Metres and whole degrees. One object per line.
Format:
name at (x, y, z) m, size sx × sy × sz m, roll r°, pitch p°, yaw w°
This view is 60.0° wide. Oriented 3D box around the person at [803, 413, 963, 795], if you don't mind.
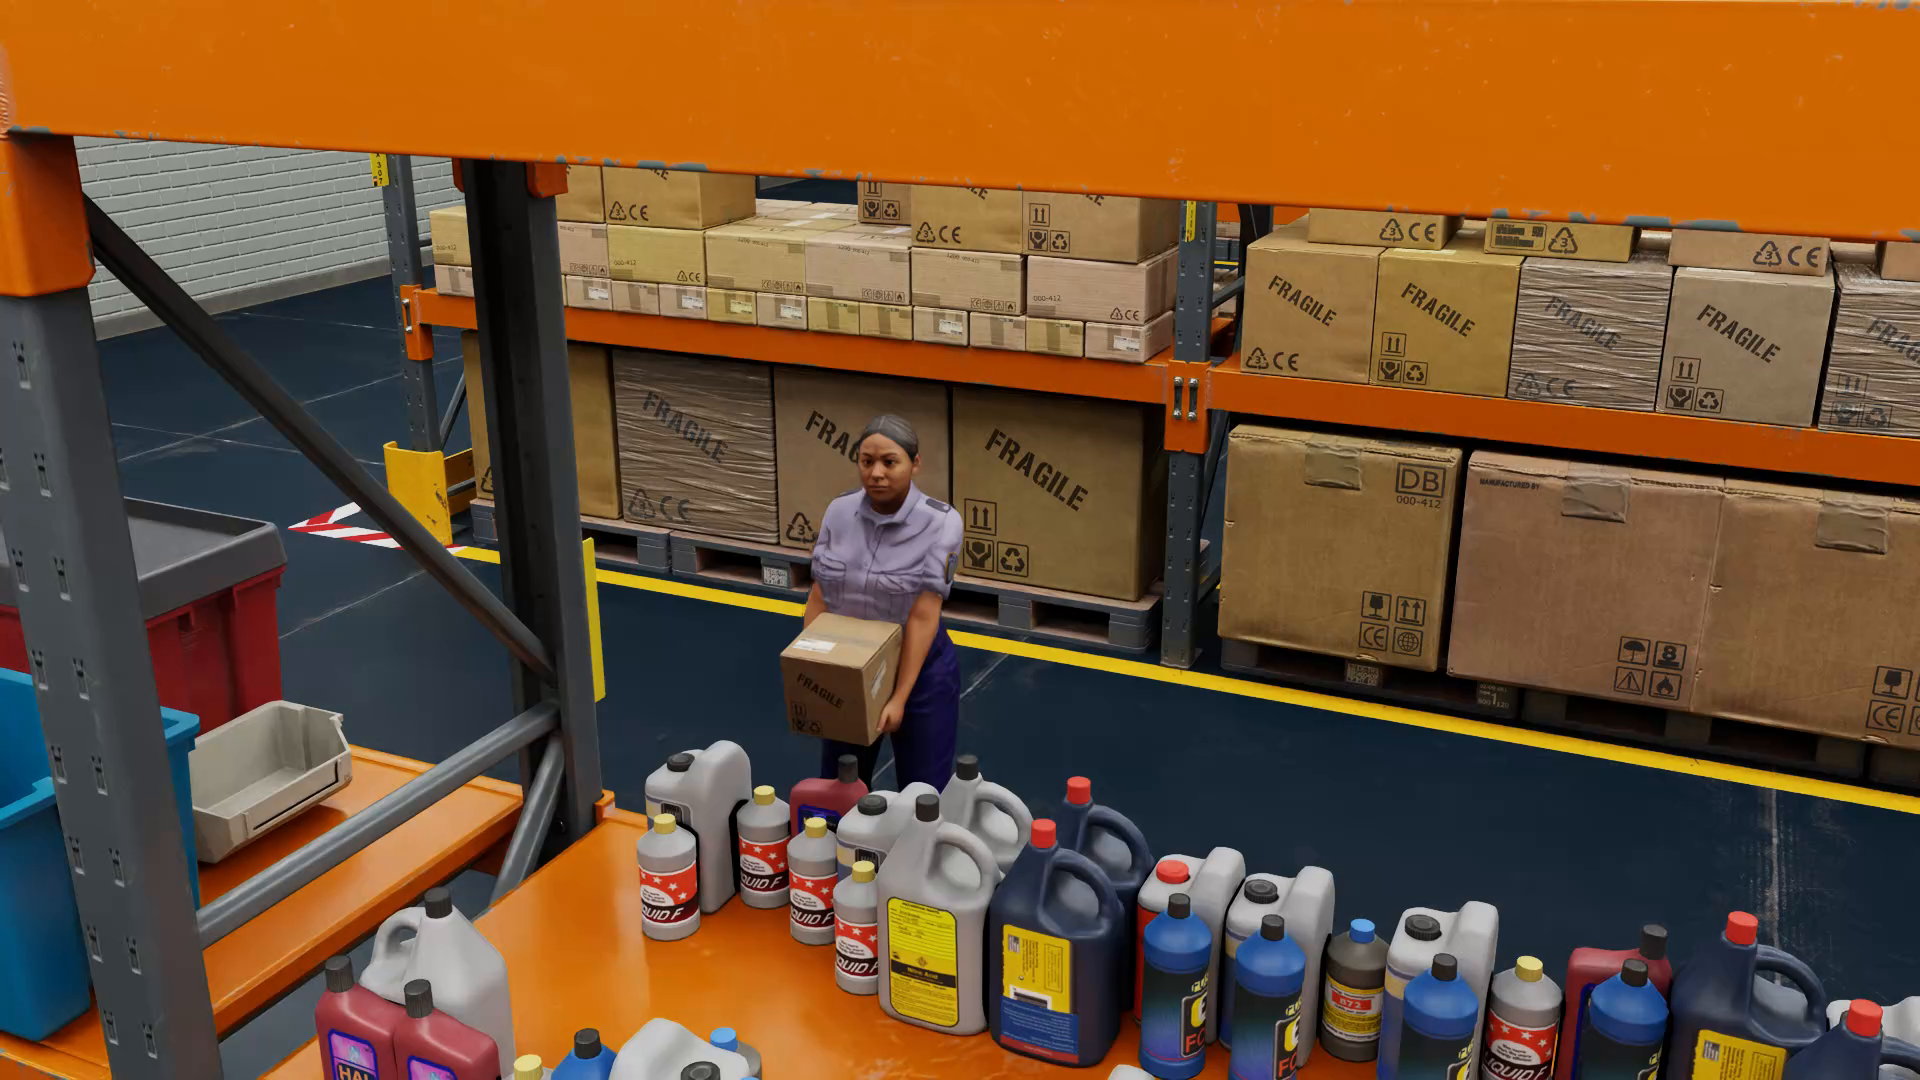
person at (-0.232, 0.452, 4.803) m, size 0.435 × 1.647 × 0.528 m, roll 8°, pitch 21°, yaw 22°
